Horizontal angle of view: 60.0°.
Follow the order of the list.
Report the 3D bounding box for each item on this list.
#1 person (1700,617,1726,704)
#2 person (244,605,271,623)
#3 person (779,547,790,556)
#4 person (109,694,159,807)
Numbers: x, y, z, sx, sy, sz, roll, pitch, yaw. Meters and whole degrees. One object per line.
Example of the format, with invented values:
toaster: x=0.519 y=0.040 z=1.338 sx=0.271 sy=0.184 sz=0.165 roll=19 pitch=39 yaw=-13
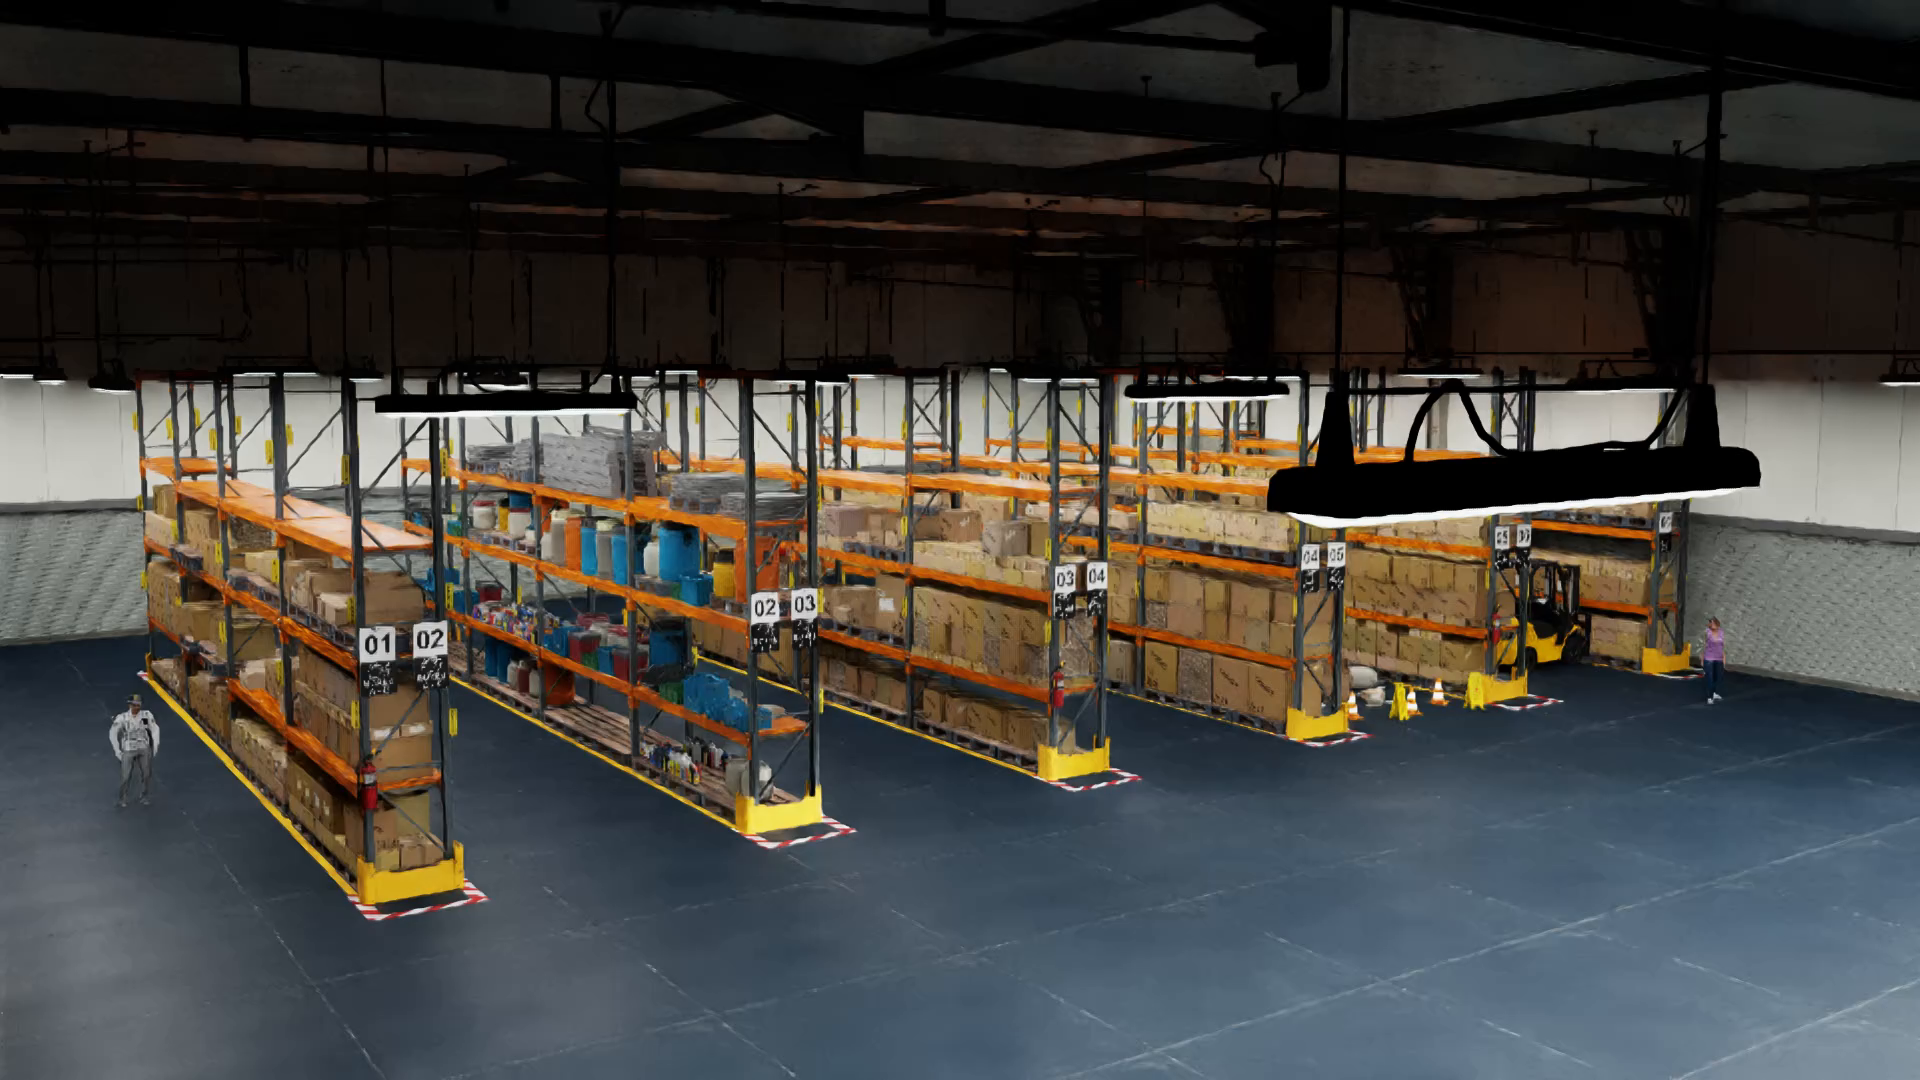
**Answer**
person: x=13.626 y=2.154 z=30.127 sx=0.462 sy=1.585 sz=0.510 roll=0 pitch=6 yaw=4
person: x=-14.135 y=1.682 z=33.520 sx=0.580 sy=1.715 sz=1.101 roll=-6 pitch=9 yaw=-42
person: x=-4.848 y=0.467 z=44.643 sx=0.582 sy=1.667 sz=0.978 roll=-1 pitch=7 yaw=-12
person: x=-11.496 y=2.919 z=23.179 sx=0.639 sy=1.628 sz=0.511 roll=-5 pitch=8 yaw=-36
